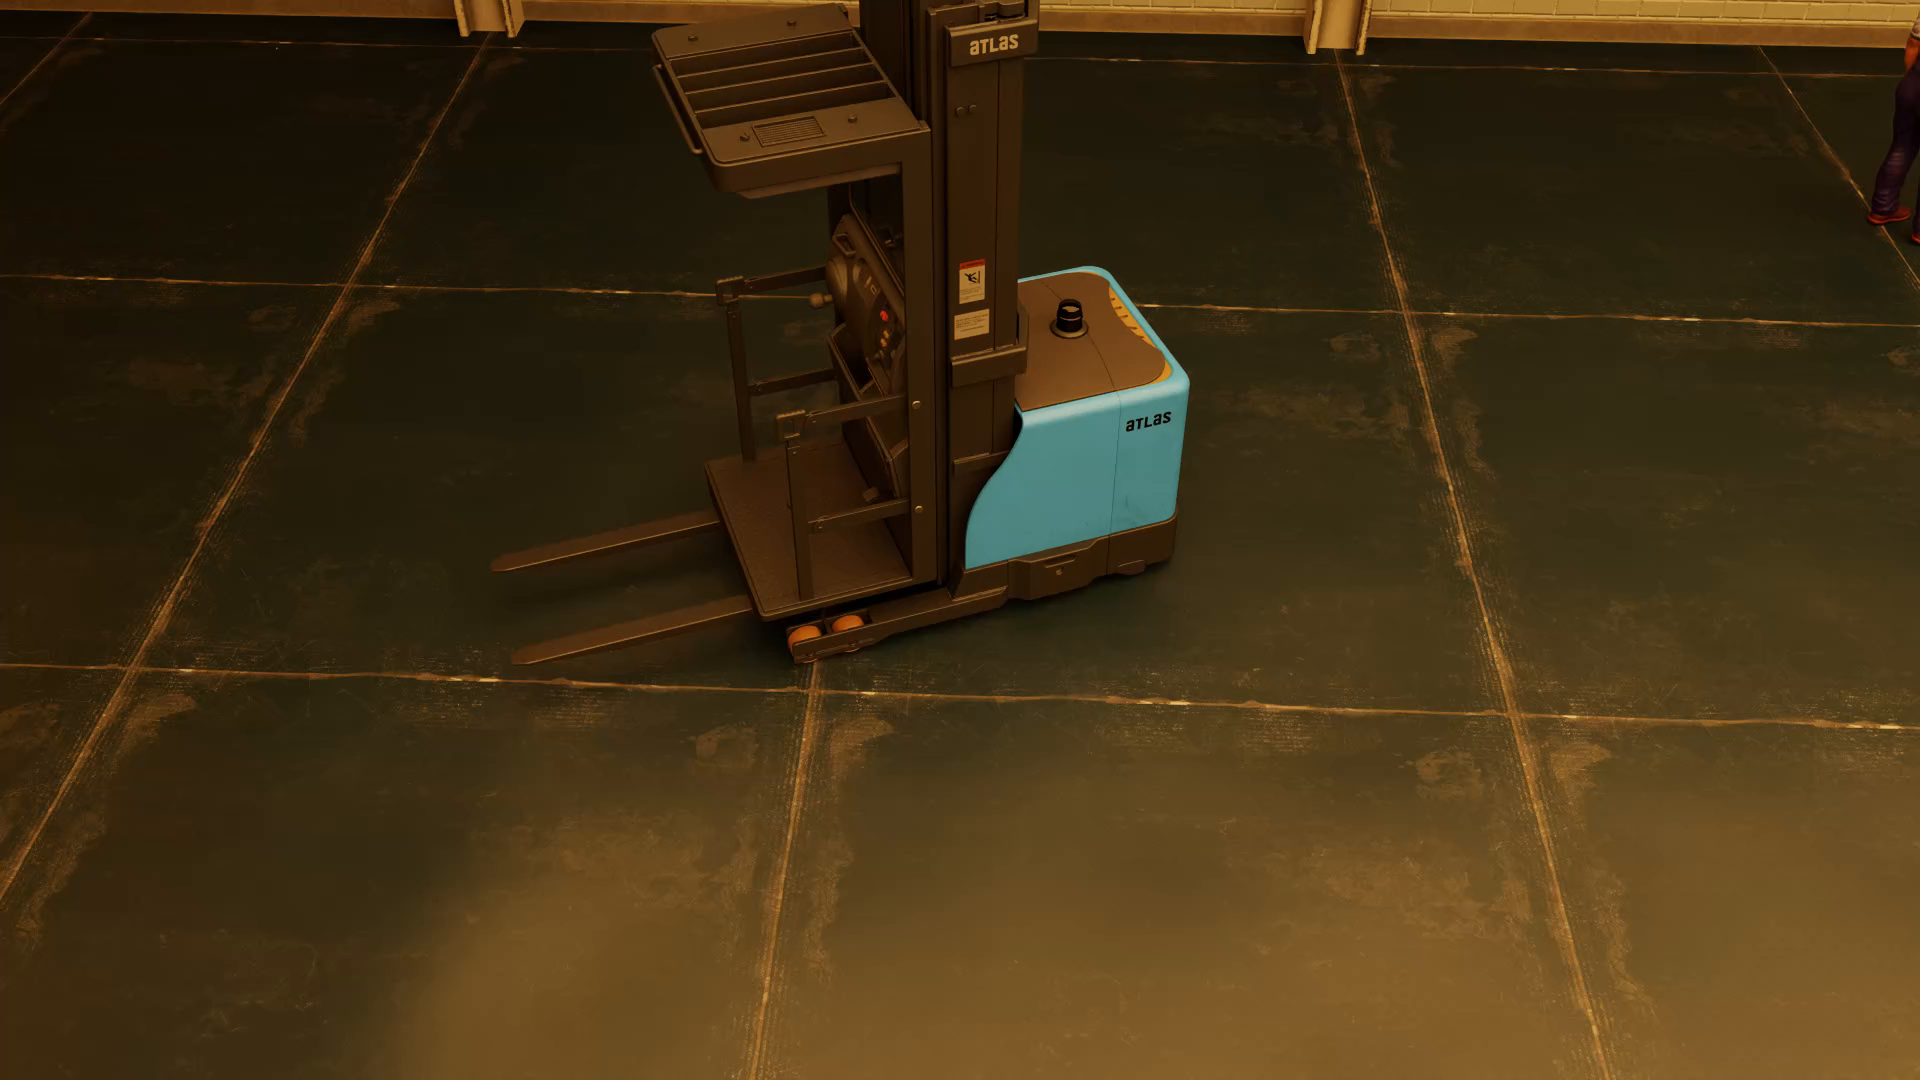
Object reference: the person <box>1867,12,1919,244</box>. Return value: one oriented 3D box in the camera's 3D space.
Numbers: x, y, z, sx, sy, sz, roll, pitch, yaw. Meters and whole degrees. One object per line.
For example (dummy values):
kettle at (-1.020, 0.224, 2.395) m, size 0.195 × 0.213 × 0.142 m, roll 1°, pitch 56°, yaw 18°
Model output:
person at (5.618, -2.505, 9.429) m, size 0.502 × 1.651 × 0.598 m, roll -10°, pitch 43°, yaw -11°

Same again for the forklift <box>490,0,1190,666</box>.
forklift at (-0.573, -0.945, 6.778) m, size 3.031 × 2.935 × 1.130 m, roll -13°, pitch 44°, yaw -14°
